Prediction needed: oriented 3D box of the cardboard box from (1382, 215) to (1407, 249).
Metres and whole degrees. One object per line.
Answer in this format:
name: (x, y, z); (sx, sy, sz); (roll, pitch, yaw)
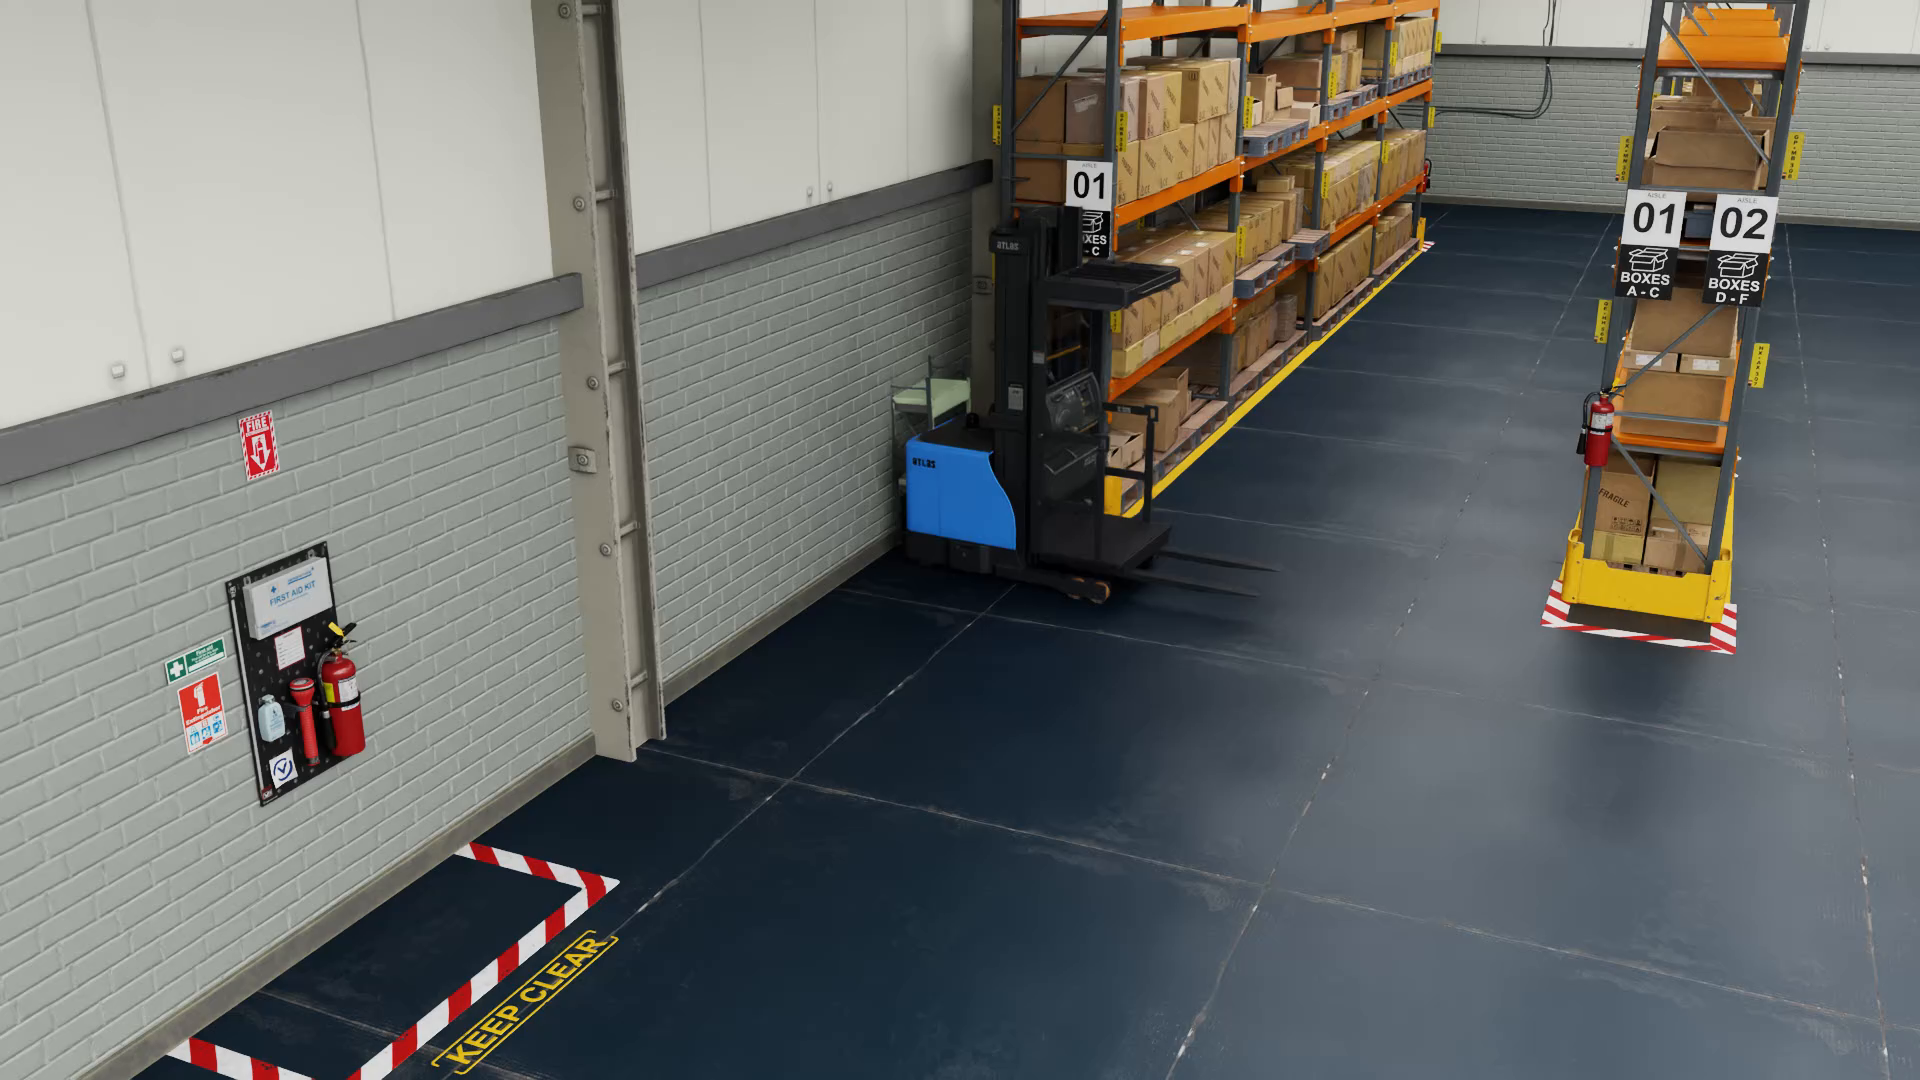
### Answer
cardboard box: (6.977, -5.121, 27.495); (0.700, 0.500, 0.500); (8, 21, 23)

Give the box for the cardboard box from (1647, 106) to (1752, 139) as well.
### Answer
cardboard box: (6.195, -3.374, 14.014); (0.797, 0.503, 0.637); (11, 22, 29)

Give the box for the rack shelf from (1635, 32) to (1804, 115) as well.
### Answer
rack shelf: (6.165, -3.822, 13.457); (1.077, 0.370, 4.000); (9, 21, 23)

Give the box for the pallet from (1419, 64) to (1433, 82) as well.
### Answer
pallet: (7.083, -7.625, 27.088); (1.003, 0.211, 1.213); (9, 21, 23)

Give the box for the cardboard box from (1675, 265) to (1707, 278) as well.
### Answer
cardboard box: (5.781, -1.889, 13.218); (0.700, 0.500, 0.500); (8, 21, 21)

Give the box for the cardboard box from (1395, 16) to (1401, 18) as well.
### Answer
cardboard box: (6.858, -8.232, 26.993); (0.500, 0.500, 0.500); (8, 21, 21)

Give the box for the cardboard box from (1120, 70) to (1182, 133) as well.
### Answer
cardboard box: (1.656, -3.920, 14.868); (0.500, 0.500, 0.500); (9, 22, 24)

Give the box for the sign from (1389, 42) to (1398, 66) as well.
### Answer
sign: (6.238, -6.992, 23.936); (0.100, 0.325, 0.005); (9, 21, 23)

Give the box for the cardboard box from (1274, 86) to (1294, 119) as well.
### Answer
cardboard box: (3.486, -5.124, 19.739); (0.797, 0.503, 0.637); (12, 23, 30)

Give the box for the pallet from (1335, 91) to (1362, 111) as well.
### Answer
pallet: (4.772, -5.907, 22.406); (1.003, 0.211, 1.213); (10, 22, 25)

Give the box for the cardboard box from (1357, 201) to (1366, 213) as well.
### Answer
cardboard box: (5.575, -4.765, 23.737); (0.380, 0.149, 0.250); (9, 21, 23)

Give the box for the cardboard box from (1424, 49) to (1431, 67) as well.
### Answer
cardboard box: (7.319, -7.809, 26.921); (0.500, 0.250, 0.500); (9, 22, 24)

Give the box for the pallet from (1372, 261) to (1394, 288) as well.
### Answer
pallet: (6.122, -4.167, 25.870); (1.003, 0.211, 1.213); (9, 21, 23)

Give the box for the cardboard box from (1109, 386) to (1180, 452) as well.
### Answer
cardboard box: (1.770, -1.211, 16.471); (0.700, 0.500, 0.500); (7, 21, 19)

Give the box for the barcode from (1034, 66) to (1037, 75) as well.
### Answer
barcode: (0.660, -4.090, 14.480); (0.001, 0.075, 0.075); (9, 21, 23)

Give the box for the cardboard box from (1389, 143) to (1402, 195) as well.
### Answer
cardboard box: (6.280, -5.786, 25.814); (0.980, 0.700, 0.700); (8, 21, 21)

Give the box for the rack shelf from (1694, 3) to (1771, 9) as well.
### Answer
rack shelf: (11.079, -7.678, 23.706); (1.077, 0.370, 4.000); (9, 21, 23)

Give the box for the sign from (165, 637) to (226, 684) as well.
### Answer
sign: (-3.492, 0.550, 7.603); (0.001, 0.109, 0.331); (9, 21, 23)

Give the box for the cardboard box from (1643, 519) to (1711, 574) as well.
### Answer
cardboard box: (5.769, 0.052, 13.322); (0.500, 0.250, 0.500); (9, 21, 23)

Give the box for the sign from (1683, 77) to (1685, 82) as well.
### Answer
sign: (9.762, -6.309, 22.484); (0.100, 0.325, 0.005); (9, 21, 23)

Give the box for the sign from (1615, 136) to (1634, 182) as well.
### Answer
sign: (4.857, -2.784, 12.140); (0.100, 0.325, 0.005); (9, 21, 23)

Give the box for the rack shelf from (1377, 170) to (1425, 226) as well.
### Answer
rack shelf: (6.558, -5.531, 26.619); (1.077, 0.370, 4.000); (9, 21, 23)

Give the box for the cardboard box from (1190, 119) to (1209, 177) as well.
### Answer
cardboard box: (2.071, -3.767, 15.929); (0.500, 0.500, 0.500); (8, 21, 21)

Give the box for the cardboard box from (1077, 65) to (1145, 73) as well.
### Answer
cardboard box: (1.412, -4.168, 15.563); (0.500, 0.500, 0.500); (9, 21, 23)

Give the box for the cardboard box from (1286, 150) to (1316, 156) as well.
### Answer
cardboard box: (4.687, -5.230, 22.956); (0.500, 0.250, 0.500); (8, 21, 21)

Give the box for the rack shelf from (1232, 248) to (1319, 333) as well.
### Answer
rack shelf: (3.282, -3.086, 19.742); (1.077, 0.370, 4.000); (9, 21, 23)

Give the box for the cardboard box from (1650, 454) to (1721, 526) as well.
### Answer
cardboard box: (5.972, -0.454, 13.626); (0.500, 0.500, 0.500); (9, 21, 23)

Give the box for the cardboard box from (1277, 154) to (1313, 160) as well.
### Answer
cardboard box: (4.479, -5.074, 22.518); (0.500, 0.250, 0.500); (8, 21, 21)

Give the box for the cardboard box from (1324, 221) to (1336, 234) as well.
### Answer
cardboard box: (4.744, -4.141, 21.982); (0.380, 0.149, 0.250); (9, 22, 24)

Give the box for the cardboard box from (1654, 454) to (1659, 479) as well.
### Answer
cardboard box: (6.308, -0.785, 15.675); (0.500, 0.250, 0.500); (9, 21, 23)

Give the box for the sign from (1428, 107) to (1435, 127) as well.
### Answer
sign: (7.866, -7.060, 27.762); (0.100, 0.325, 0.005); (9, 21, 23)

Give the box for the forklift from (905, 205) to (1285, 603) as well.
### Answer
forklift: (1.083, -1.087, 13.152); (3.031, 2.935, 1.130); (10, 22, 27)

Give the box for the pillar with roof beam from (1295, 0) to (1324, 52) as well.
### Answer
pillar with roof beam: (9.164, -7.827, 23.048); (9.100, 9.000, 0.400); (9, 21, 23)

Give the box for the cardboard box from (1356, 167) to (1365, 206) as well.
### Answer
cardboard box: (5.367, -4.970, 23.344); (0.500, 0.500, 0.500); (9, 21, 23)

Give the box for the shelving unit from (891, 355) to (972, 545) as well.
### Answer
shelving unit: (-0.229, -0.769, 14.335); (0.431, 1.500, 0.755); (6, 21, 26)

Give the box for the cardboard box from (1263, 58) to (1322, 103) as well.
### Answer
cardboard box: (4.244, -5.857, 21.179); (0.700, 0.500, 0.500); (7, 21, 18)

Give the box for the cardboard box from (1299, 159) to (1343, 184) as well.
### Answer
cardboard box: (4.742, -4.854, 21.898); (0.500, 0.250, 0.500); (8, 21, 22)

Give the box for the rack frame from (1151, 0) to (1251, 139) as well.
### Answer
rack frame: (2.463, -5.640, 16.897); (1.000, 3.000, 0.127); (9, 21, 23)

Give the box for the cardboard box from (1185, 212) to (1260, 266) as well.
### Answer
cardboard box: (2.938, -3.388, 18.714); (0.700, 0.500, 0.500); (11, 22, 28)

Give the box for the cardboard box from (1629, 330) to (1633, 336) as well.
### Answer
cardboard box: (5.539, -1.566, 13.278); (0.380, 0.149, 0.250); (8, 21, 22)

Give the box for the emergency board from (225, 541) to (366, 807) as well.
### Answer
emergency board: (-3.181, 0.661, 8.133); (0.194, 1.169, 0.643); (9, 21, 23)

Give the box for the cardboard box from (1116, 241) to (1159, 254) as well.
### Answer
cardboard box: (1.656, -2.681, 16.606); (0.500, 0.500, 0.500); (9, 22, 24)

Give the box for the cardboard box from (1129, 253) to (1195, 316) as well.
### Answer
cardboard box: (1.924, -2.453, 15.966); (0.500, 0.500, 0.500); (9, 22, 24)

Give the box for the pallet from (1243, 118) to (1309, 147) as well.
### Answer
pallet: (3.235, -4.629, 18.813); (1.213, 0.211, 1.003); (9, 21, 23)

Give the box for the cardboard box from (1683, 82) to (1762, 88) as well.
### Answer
cardboard box: (9.192, -5.271, 20.187); (0.910, 0.500, 0.500); (9, 21, 23)

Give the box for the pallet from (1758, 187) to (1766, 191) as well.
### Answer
pallet: (6.157, -2.870, 13.718); (1.003, 0.211, 1.213); (9, 21, 23)

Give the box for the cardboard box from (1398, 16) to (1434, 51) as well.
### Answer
cardboard box: (7.326, -8.161, 26.793); (0.500, 0.500, 0.500); (8, 21, 23)

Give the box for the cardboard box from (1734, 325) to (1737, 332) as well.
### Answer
cardboard box: (6.124, -1.671, 13.573); (0.380, 0.149, 0.250); (8, 21, 21)

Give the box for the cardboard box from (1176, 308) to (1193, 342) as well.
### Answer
cardboard box: (1.937, -2.105, 16.104); (0.500, 0.250, 0.500); (9, 21, 23)

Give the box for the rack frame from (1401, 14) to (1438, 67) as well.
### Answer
rack frame: (7.377, -9.308, 27.212); (1.000, 3.000, 0.127); (9, 21, 23)

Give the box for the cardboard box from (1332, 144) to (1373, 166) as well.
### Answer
cardboard box: (5.563, -5.476, 23.647); (0.500, 0.250, 0.500); (9, 21, 24)

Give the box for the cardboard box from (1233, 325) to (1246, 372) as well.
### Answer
cardboard box: (2.915, -2.235, 19.350); (0.700, 0.500, 0.500); (8, 21, 22)
